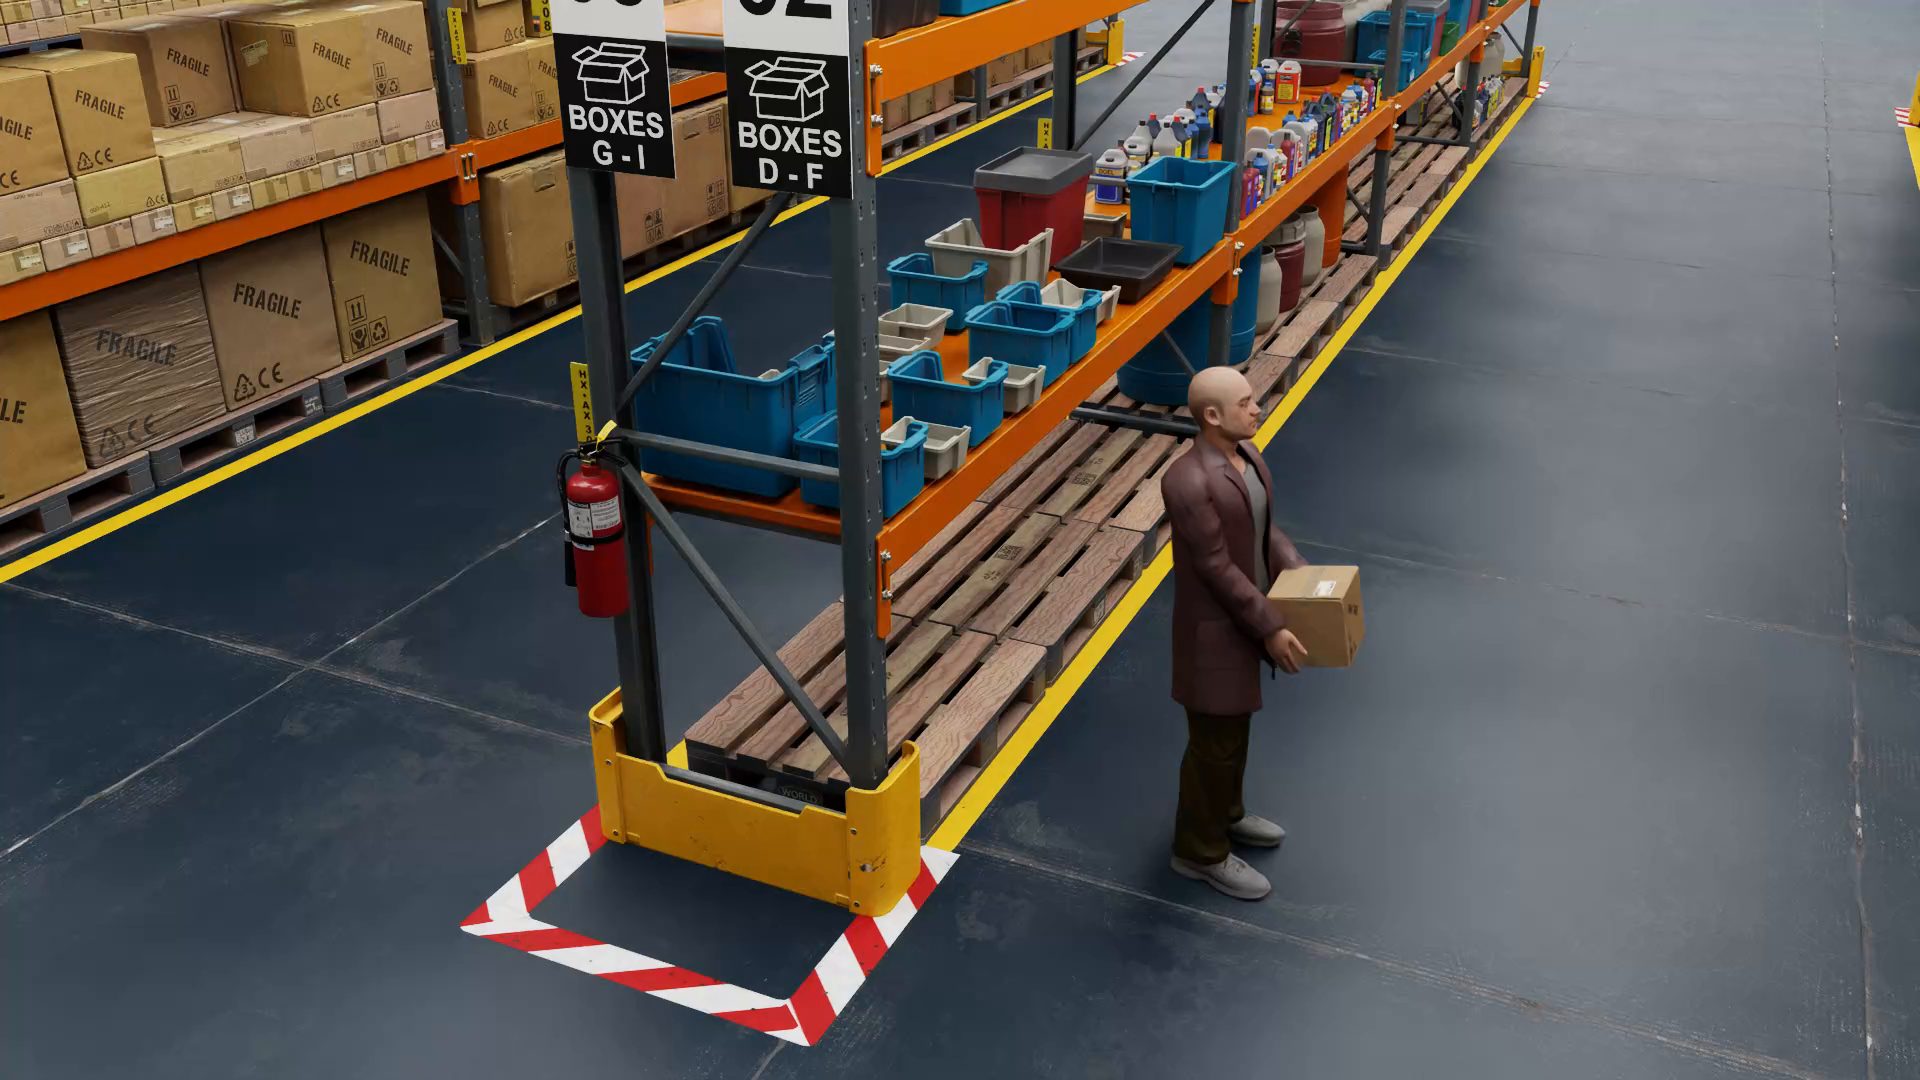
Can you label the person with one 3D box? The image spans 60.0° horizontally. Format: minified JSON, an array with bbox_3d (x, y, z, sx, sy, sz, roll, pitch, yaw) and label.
[{"bbox_3d":[0.955,0.303,5.560,0.536,1.780,0.552,15,29,28],"label":"person"}]
